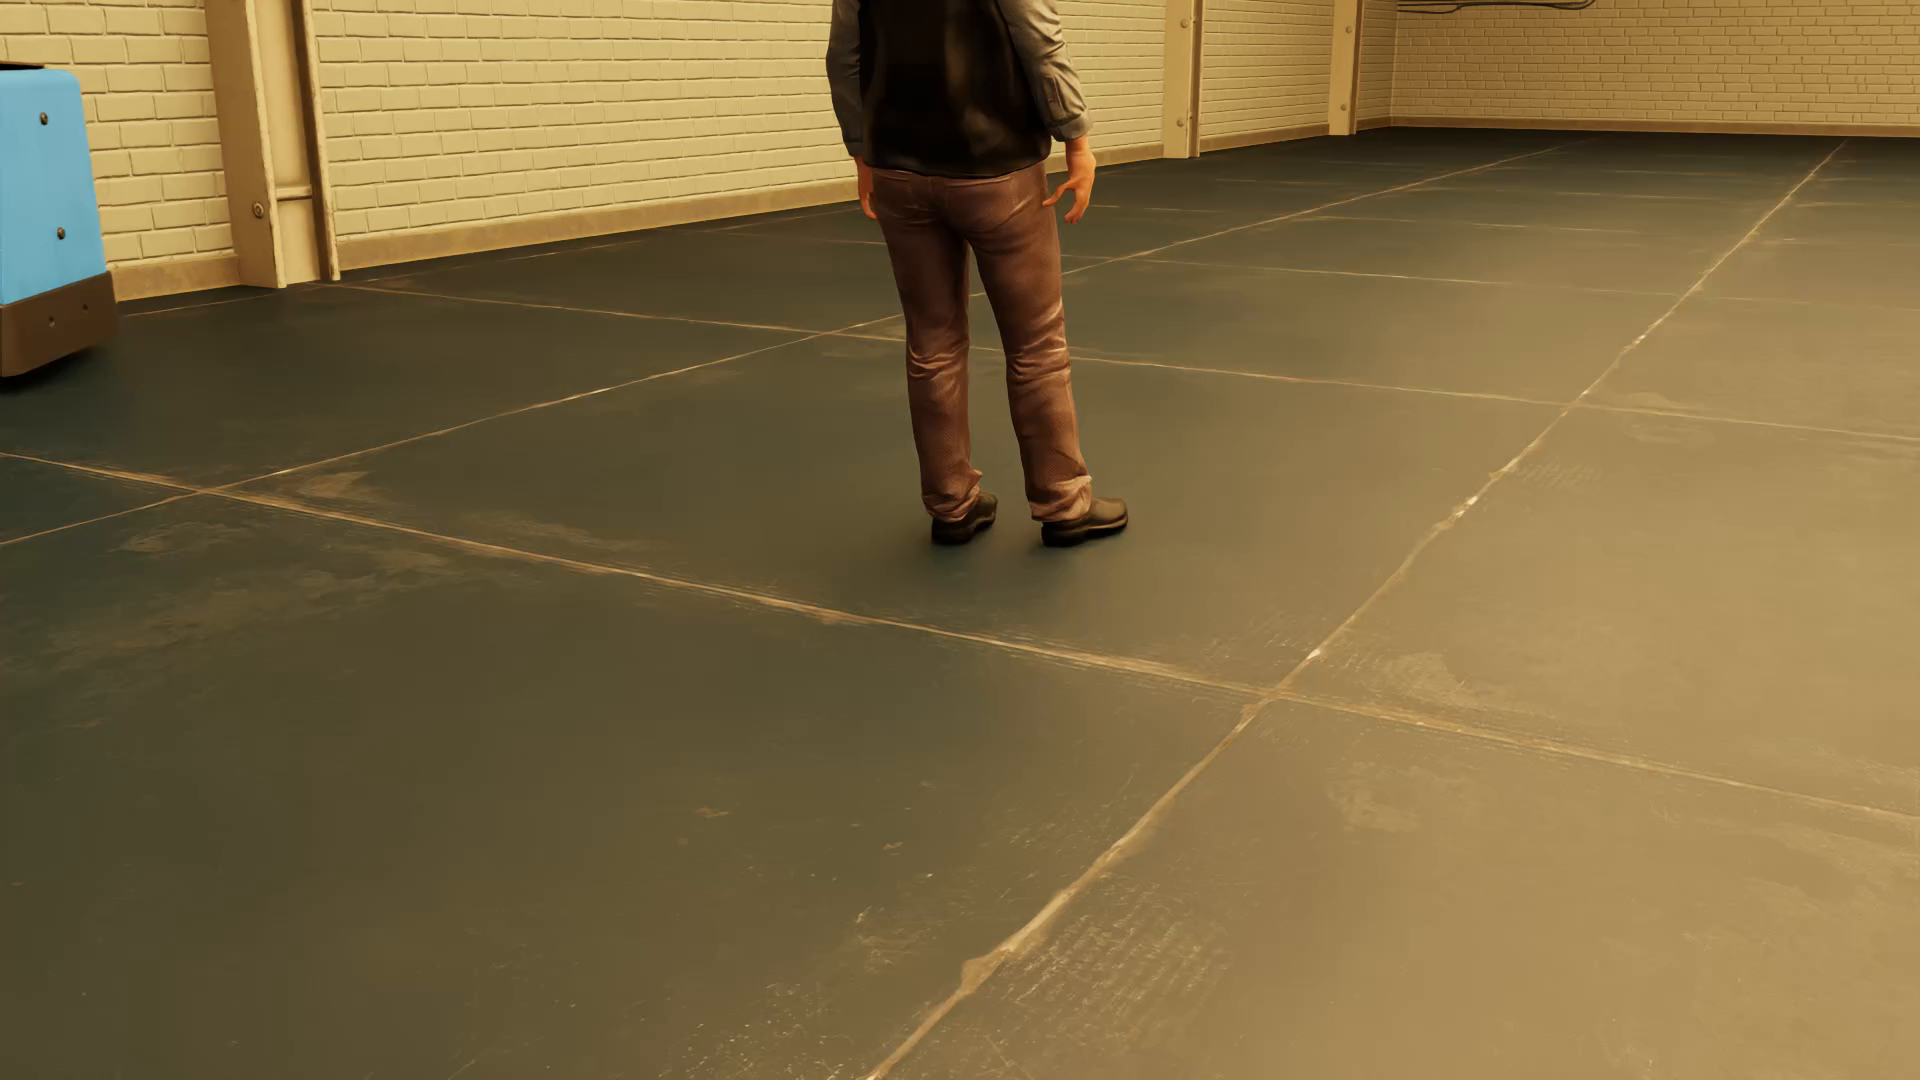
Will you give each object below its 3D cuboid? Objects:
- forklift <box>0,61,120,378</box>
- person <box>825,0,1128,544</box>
[{"bbox_3d":[-4.774,-1.988,5.603,3.031,2.935,1.130,-2,16,-5],"label":"forklift"},{"bbox_3d":[0.037,-0.847,3.843,0.632,1.720,0.568,9,19,28],"label":"person"}]
